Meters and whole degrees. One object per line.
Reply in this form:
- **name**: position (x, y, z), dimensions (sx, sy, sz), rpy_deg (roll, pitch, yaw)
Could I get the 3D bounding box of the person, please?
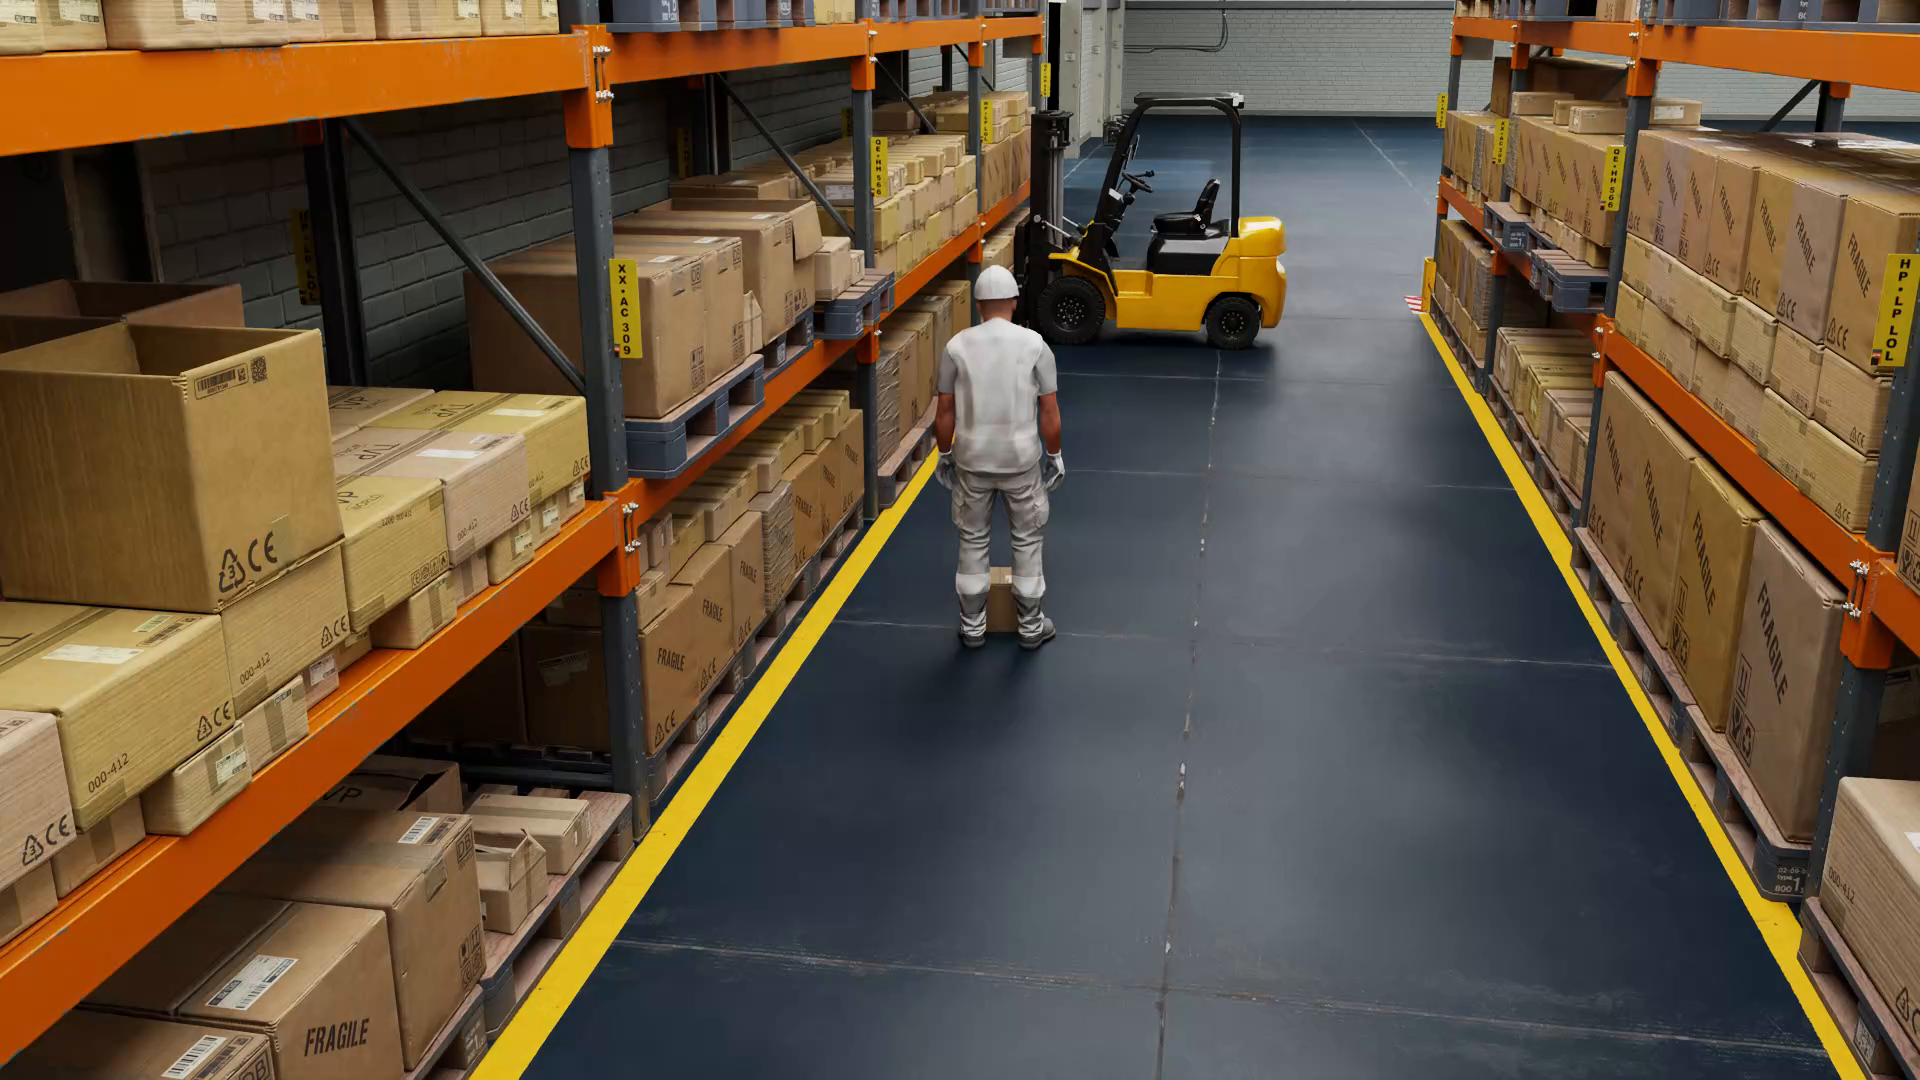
- **person**: position (0.182, -0.366, 7.674), dimensions (0.604, 1.778, 0.450), rpy_deg (2, 18, 6)
